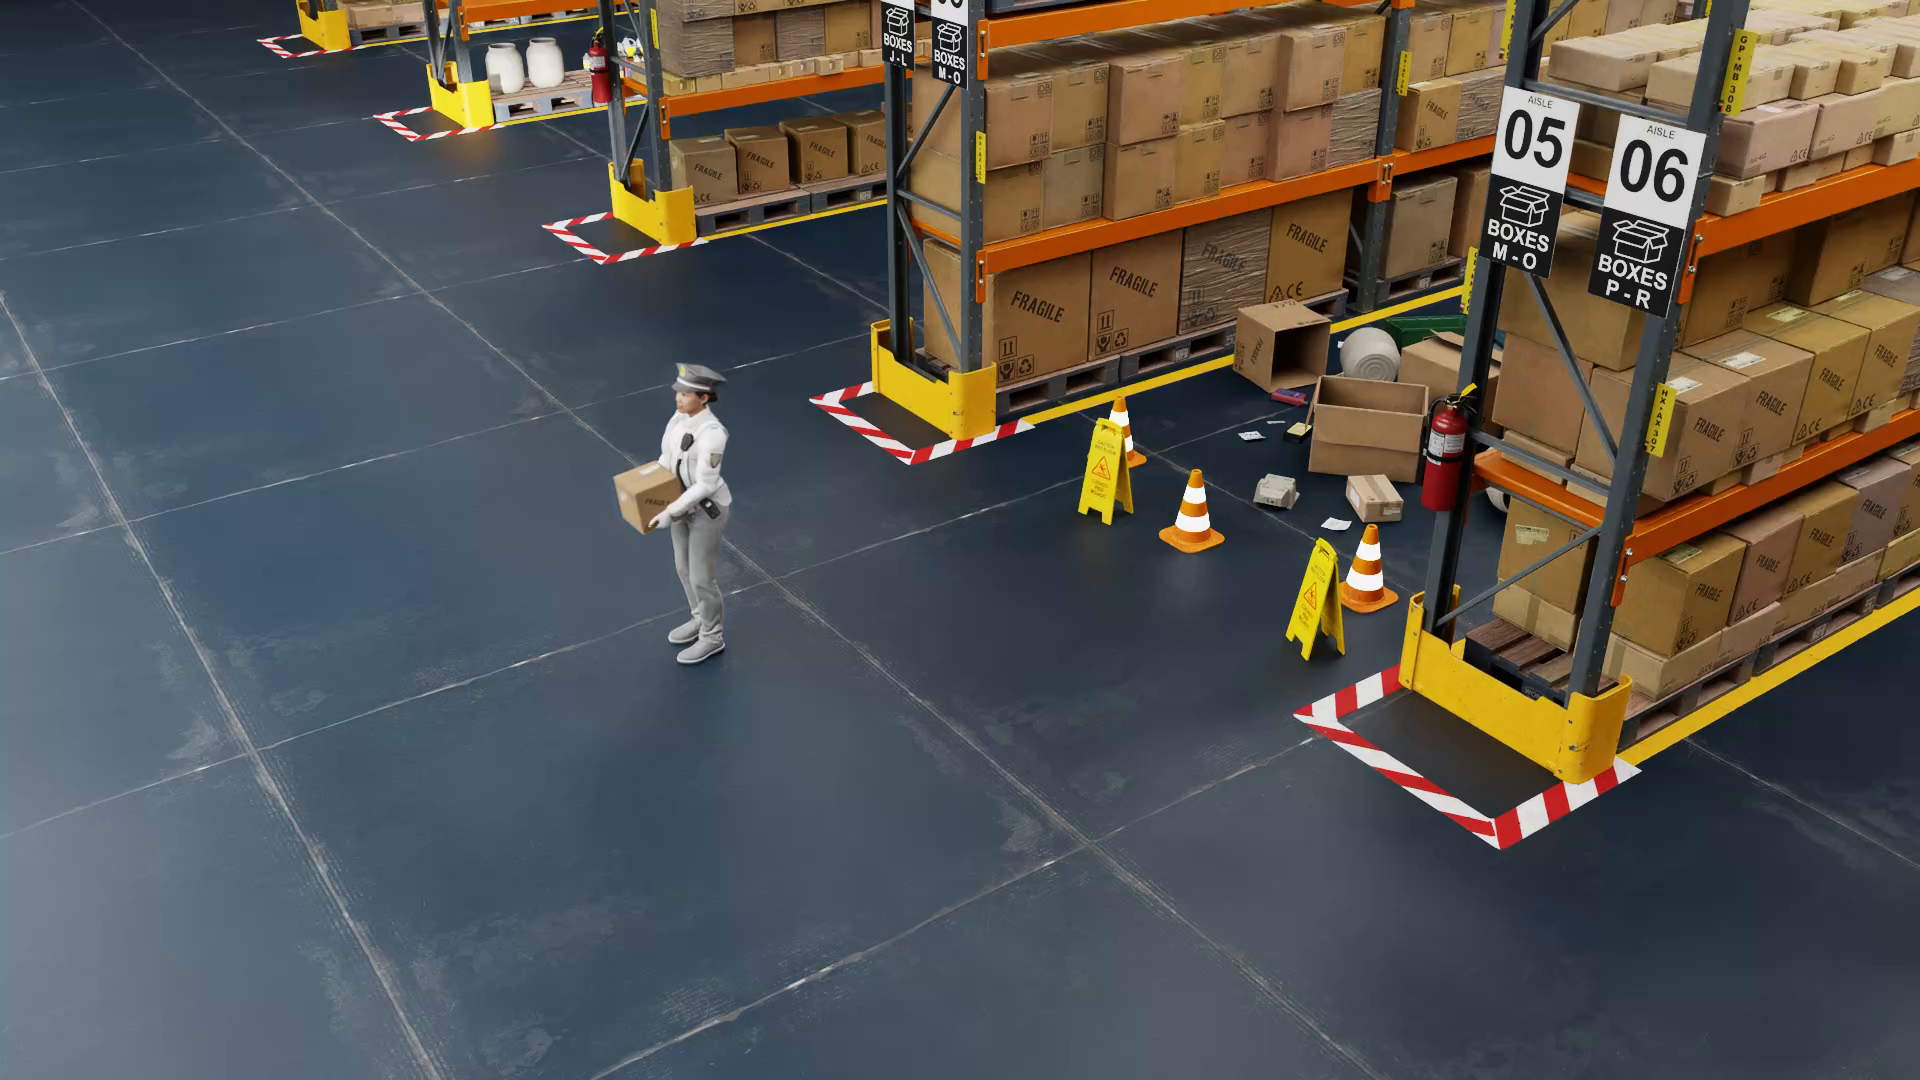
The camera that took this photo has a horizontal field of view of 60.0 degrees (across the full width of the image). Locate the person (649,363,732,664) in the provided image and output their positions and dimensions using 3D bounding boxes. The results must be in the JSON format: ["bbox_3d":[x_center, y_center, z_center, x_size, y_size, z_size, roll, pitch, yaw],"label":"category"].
[{"bbox_3d":[-1.463,-0.142,8.851,0.540,1.691,0.474,-19,34,-31],"label":"person"}]
